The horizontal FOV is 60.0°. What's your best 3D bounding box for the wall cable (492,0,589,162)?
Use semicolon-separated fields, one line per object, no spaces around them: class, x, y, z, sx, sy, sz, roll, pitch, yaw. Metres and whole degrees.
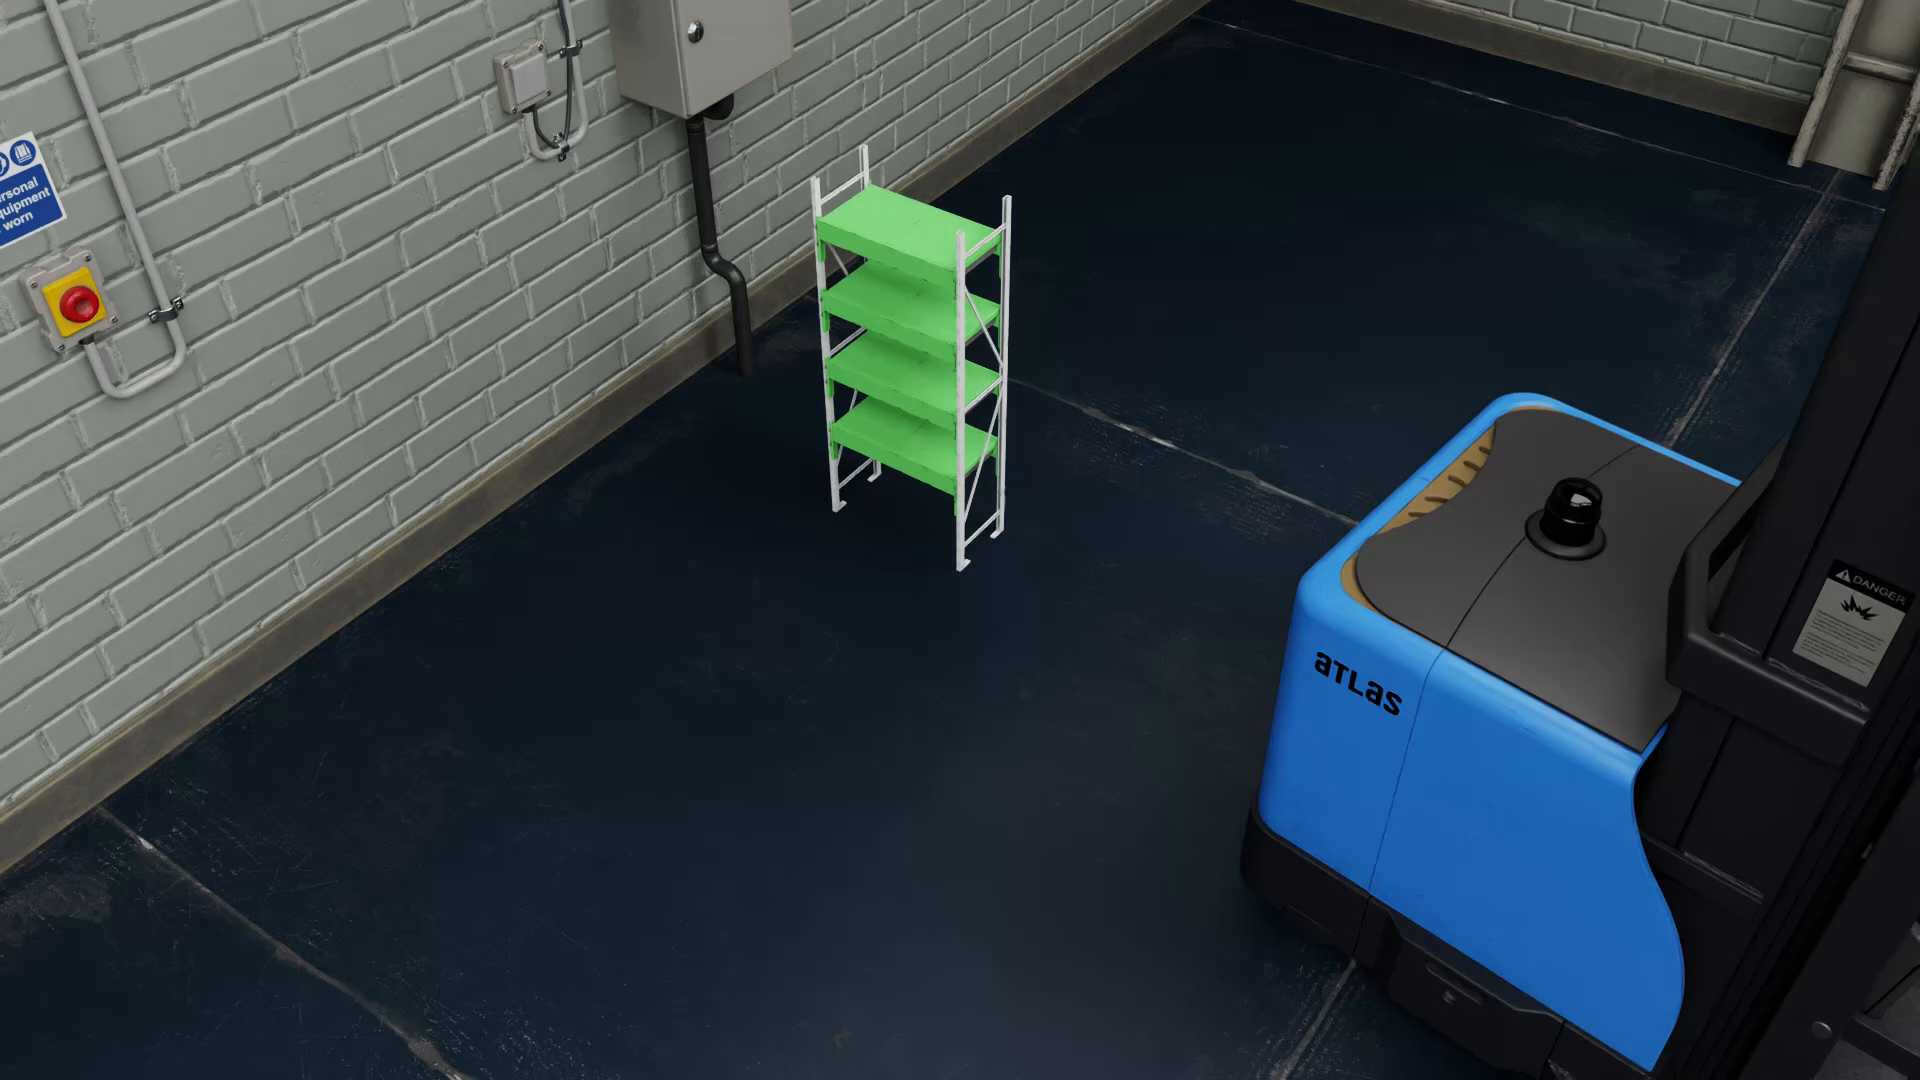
wall cable;-1.240;-1.784;4.232;0.122;1.984;0.588;25;48;25

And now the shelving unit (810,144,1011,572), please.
shelving unit;-0.136;-0.511;4.921;0.503;1.200;0.258;25;48;25

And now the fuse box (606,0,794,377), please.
fuse box;-0.719;-1.237;5.349;0.414;1.711;0.539;25;48;25

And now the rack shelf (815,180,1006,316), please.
rack shelf;-0.136;-0.821;4.643;0.480;0.148;0.258;25;48;25

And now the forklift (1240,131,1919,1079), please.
forklift;2.141;0.217;2.809;3.031;2.935;1.130;31;50;30

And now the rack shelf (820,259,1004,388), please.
rack shelf;-0.136;-0.642;4.803;0.480;0.148;0.258;25;48;25

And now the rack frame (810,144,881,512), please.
rack frame;-0.335;-0.604;5.025;0.015;1.200;0.240;25;48;25

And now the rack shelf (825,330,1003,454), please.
rack shelf;-0.136;-0.463;4.963;0.480;0.148;0.258;25;48;25

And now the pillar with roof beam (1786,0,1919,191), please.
pillar with roof beam;1.270;-2.601;1.408;0.400;9.000;9.100;25;48;25

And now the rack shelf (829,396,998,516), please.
rack shelf;-0.136;-0.284;5.123;0.480;0.148;0.258;25;48;25

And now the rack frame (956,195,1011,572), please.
rack frame;0.064;-0.417;4.816;0.015;1.200;0.240;25;48;25

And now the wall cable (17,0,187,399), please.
wall cable;-2.045;-1.016;3.351;0.123;1.953;0.585;25;48;25

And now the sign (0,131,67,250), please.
sign;-2.123;-0.724;3.607;0.001;0.218;0.327;25;48;25
